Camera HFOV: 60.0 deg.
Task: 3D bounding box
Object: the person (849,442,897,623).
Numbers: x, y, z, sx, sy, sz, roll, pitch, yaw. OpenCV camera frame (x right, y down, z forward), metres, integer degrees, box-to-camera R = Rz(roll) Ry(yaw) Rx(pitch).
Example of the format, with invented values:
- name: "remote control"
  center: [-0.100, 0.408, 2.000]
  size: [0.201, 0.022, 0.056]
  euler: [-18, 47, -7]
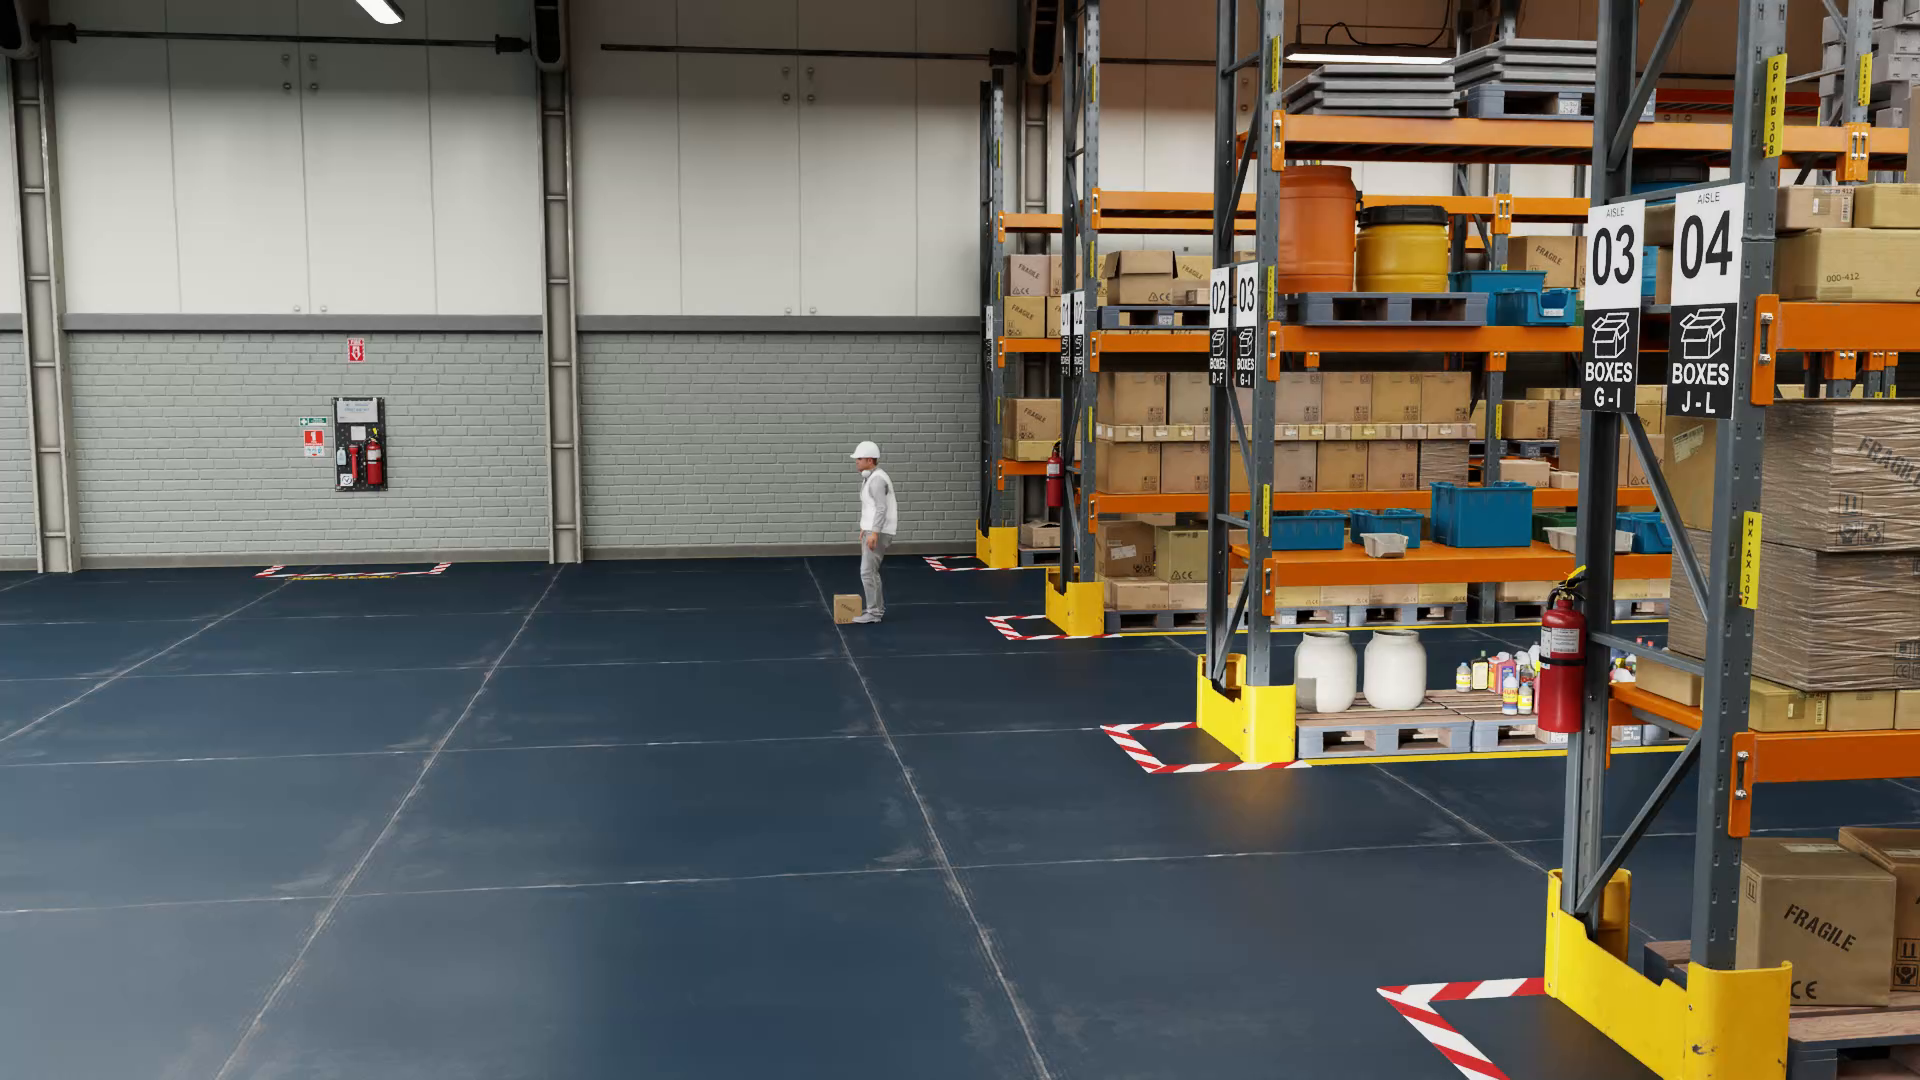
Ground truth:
- name: "person"
  center: [-0.853, -0.081, 16.322]
  size: [0.465, 1.768, 0.588]
  euler: [-1, 7, -10]
